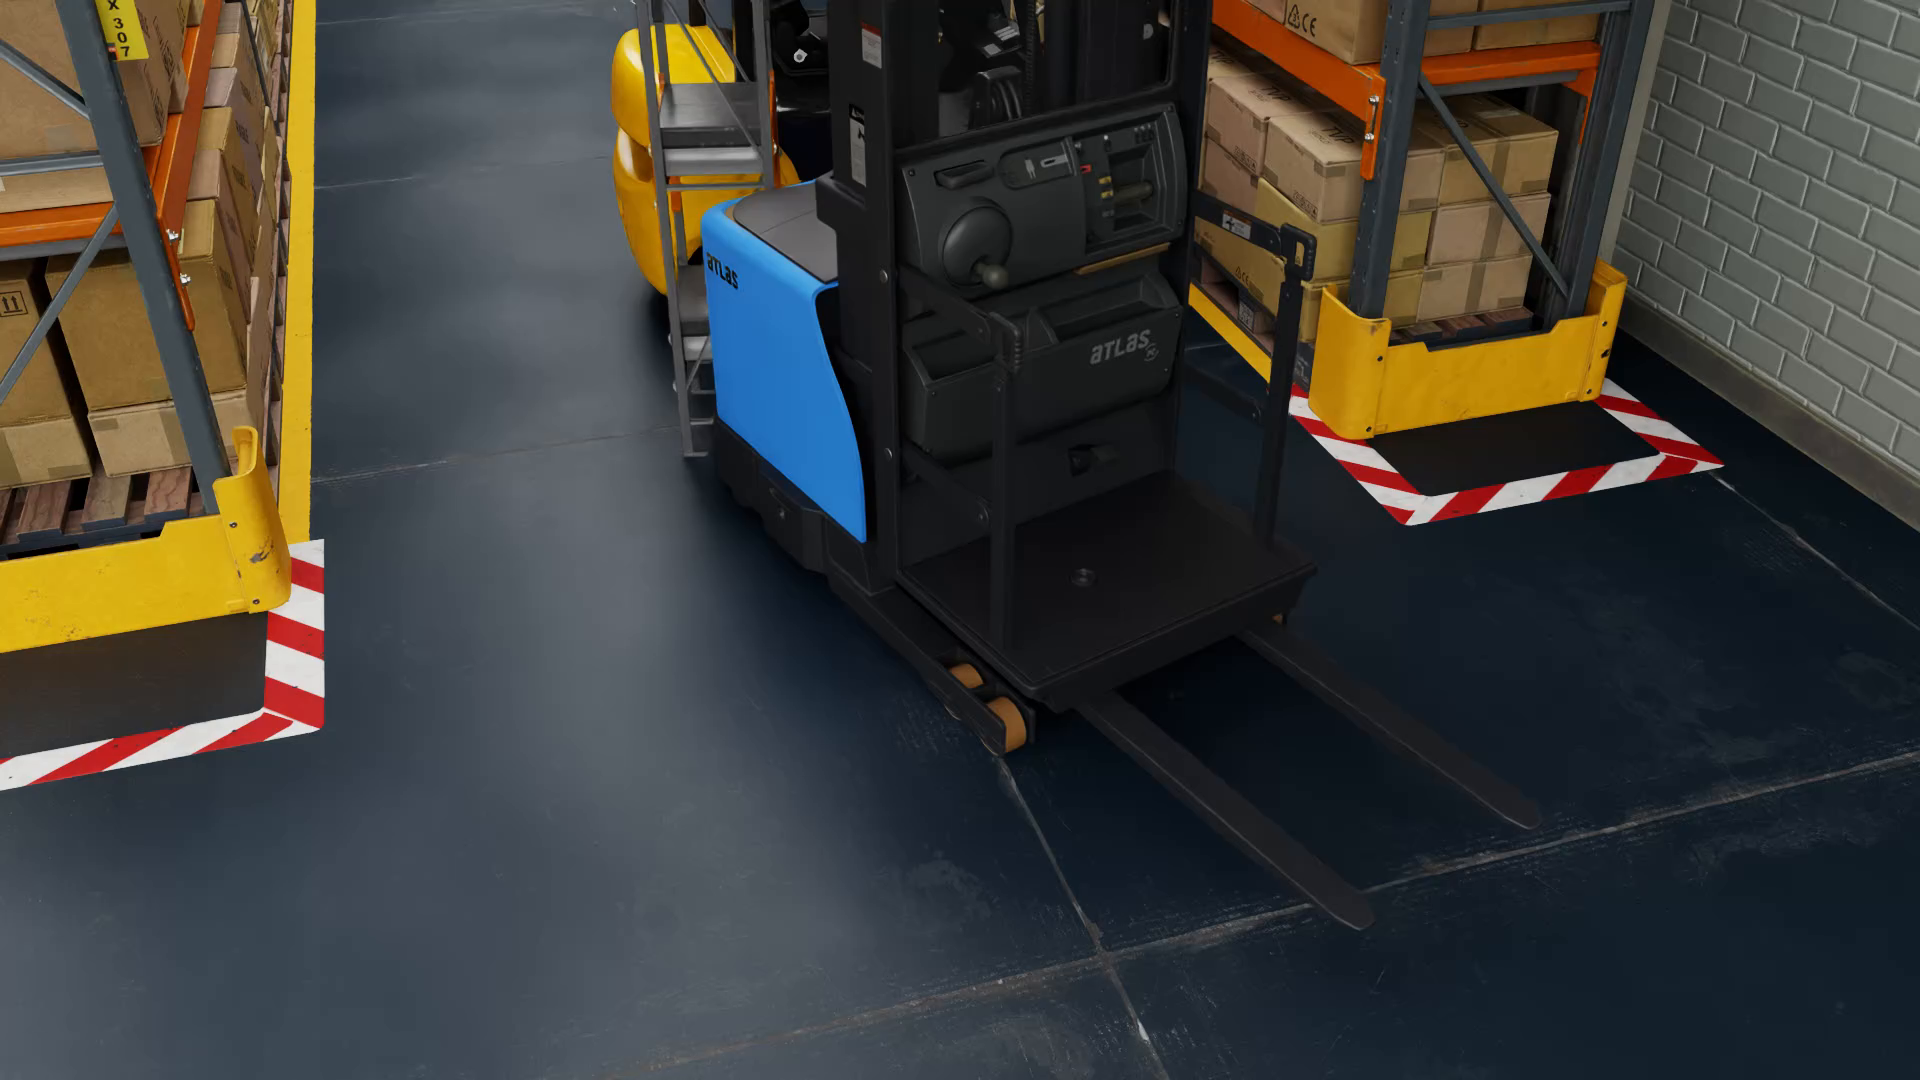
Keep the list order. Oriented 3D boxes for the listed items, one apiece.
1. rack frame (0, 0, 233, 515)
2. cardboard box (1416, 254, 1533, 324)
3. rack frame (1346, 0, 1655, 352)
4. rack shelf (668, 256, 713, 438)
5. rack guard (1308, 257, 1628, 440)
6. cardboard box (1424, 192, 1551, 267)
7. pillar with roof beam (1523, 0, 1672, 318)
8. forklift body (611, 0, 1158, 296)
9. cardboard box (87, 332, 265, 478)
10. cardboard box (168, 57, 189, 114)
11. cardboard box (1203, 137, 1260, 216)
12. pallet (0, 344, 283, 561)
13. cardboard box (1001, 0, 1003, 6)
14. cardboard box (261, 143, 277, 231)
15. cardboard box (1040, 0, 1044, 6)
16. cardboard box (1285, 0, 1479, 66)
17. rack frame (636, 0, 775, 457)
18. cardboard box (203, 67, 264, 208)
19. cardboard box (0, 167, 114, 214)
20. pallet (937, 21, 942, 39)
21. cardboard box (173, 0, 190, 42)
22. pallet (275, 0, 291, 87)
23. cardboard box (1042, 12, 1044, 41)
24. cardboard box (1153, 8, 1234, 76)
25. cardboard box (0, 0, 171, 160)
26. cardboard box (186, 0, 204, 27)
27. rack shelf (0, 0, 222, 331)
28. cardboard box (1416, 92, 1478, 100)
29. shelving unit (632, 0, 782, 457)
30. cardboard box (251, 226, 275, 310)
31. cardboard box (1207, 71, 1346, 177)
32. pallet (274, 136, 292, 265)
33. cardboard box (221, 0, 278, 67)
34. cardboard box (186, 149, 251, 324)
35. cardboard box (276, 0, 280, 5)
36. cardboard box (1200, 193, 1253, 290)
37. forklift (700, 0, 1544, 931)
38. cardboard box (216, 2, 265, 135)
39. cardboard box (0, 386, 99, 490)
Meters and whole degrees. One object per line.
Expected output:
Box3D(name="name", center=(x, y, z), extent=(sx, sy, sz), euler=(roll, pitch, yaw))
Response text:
Box3D(name="rack frame", center=(-2.771, -0.987, 4.523), extent=(1.000, 3.000, 0.127), euler=(-10, 35, -15))
Box3D(name="cardboard box", center=(1.992, -1.142, 6.871), extent=(0.500, 0.250, 0.500), euler=(-10, 35, -15))
Box3D(name="rack frame", center=(1.955, -1.823, 5.789), extent=(1.000, 3.000, 0.127), euler=(-10, 35, -15))
Box3D(name="rack shelf", center=(-0.851, -0.737, 6.256), extent=(0.431, 0.518, 0.480), euler=(-2, 34, -4))
Box3D(name="rack guard", center=(1.963, -0.768, 6.459), extent=(1.175, 0.500, 0.348), euler=(-10, 35, -15))
Box3D(name="cardboard box", center=(2.010, -1.342, 6.720), extent=(0.500, 0.250, 0.500), euler=(-9, 35, -14))
Box3D(name="pillar with roof beam", center=(-1.499, -4.120, 3.822), extent=(9.100, 9.000, 0.400), euler=(-10, 35, -15))
Box3D(name="forklift body", center=(-0.361, -2.158, 7.065), extent=(2.313, 2.155, 1.214), euler=(-10, 35, -15))
Box3D(name="cardboard box", center=(-2.753, -0.485, 5.876), extent=(0.500, 0.250, 0.500), euler=(-10, 35, -15))
Box3D(name="cardboard box", center=(-2.805, -1.519, 5.556), extent=(0.380, 0.149, 0.250), euler=(-9, 35, -14))
Box3D(name="cardboard box", center=(1.366, -1.528, 7.002), extent=(0.500, 0.250, 0.500), euler=(-10, 35, -15))
Box3D(name="pallet", center=(-3.008, -0.296, 6.006), extent=(1.003, 0.211, 1.213), euler=(-10, 35, -15))
Box3D(name="cardboard box", center=(0.565, -3.380, 9.918), extent=(0.875, 0.625, 0.625), euler=(-8, 34, -13))
Box3D(name="cardboard box", center=(-3.383, -1.572, 7.521), extent=(0.500, 0.250, 0.500), euler=(-11, 35, -16))
Box3D(name="cardboard box", center=(0.730, -2.792, 8.460), extent=(0.500, 0.250, 0.500), euler=(-10, 35, -15))
Box3D(name="cardboard box", center=(1.555, -2.079, 6.085), extent=(0.500, 0.500, 0.500), euler=(-11, 35, -16))
Box3D(name="rack frame", center=(-0.832, -1.199, 5.659), extent=(0.400, 2.100, 0.015), euler=(-2, 34, -4))
Box3D(name="cardboard box", center=(-3.241, -1.628, 6.926), extent=(0.500, 0.500, 0.500), euler=(-8, 34, -12))
Box3D(name="cardboard box", center=(-2.677, -1.095, 4.914), extent=(0.380, 0.149, 0.250), euler=(-10, 35, -15))
Box3D(name="pallet", center=(0.473, -3.141, 10.311), extent=(1.003, 0.211, 1.213), euler=(-10, 35, -15))
Box3D(name="cardboard box", center=(-2.969, -1.987, 5.675), extent=(0.500, 0.500, 0.500), euler=(-11, 35, -16))
Box3D(name="pallet", center=(-4.606, -2.974, 10.059), extent=(1.003, 0.211, 1.213), euler=(-10, 35, -15))
Box3D(name="cardboard box", center=(0.744, -2.590, 8.609), extent=(0.500, 0.250, 0.500), euler=(-10, 35, -15))
Box3D(name="cardboard box", center=(1.046, -2.256, 7.649), extent=(0.500, 0.250, 0.500), euler=(-11, 35, -16))
Box3D(name="cardboard box", center=(-2.651, -1.448, 4.860), extent=(0.500, 0.500, 0.500), euler=(-11, 35, -15))
Box3D(name="cardboard box", center=(-3.127, -2.063, 6.380), extent=(0.380, 0.149, 0.250), euler=(-10, 35, -14))
Box3D(name="rack shelf", center=(-3.381, -1.737, 6.310), extent=(1.077, 0.370, 4.000), euler=(-10, 35, -15))
Box3D(name="cardboard box", center=(1.833, -1.815, 6.981), extent=(0.500, 0.250, 0.500), euler=(-10, 35, -15))
Box3D(name="shelving unit", center=(-0.851, -1.333, 5.862), extent=(0.431, 2.100, 0.503), euler=(-2, 34, -4))
Box3D(name="cardboard box", center=(-3.080, -1.038, 6.714), extent=(0.500, 0.250, 0.500), euler=(-8, 34, -12))
Box3D(name="cardboard box", center=(1.356, -1.725, 6.846), extent=(0.500, 0.250, 0.500), euler=(-9, 35, -14))
Box3D(name="pallet", center=(-3.752, -1.577, 7.945), extent=(1.003, 0.211, 1.213), euler=(-10, 35, -15))
Box3D(name="cardboard box", center=(-4.376, -2.818, 9.296), extent=(0.950, 0.372, 0.625), euler=(-8, 34, -12))
Box3D(name="cardboard box", center=(-2.925, -1.084, 6.102), extent=(0.500, 0.500, 0.500), euler=(-11, 35, -17))
Box3D(name="cardboard box", center=(-4.815, -3.582, 10.452), extent=(0.950, 0.372, 0.625), euler=(-11, 35, -16))
Box3D(name="cardboard box", center=(1.368, -1.308, 7.121), extent=(0.500, 0.250, 0.500), euler=(-10, 35, -15))
Box3D(name="forklift", center=(0.373, -0.904, 4.459), extent=(1.130, 2.935, 3.031), euler=(-21, 39, -28))
Box3D(name="cardboard box", center=(-3.555, -2.162, 7.734), extent=(0.500, 0.500, 0.500), euler=(-10, 35, -15))
Box3D(name="cardboard box", center=(-3.281, -0.407, 5.758), extent=(0.500, 0.250, 0.500), euler=(-10, 35, -15))
